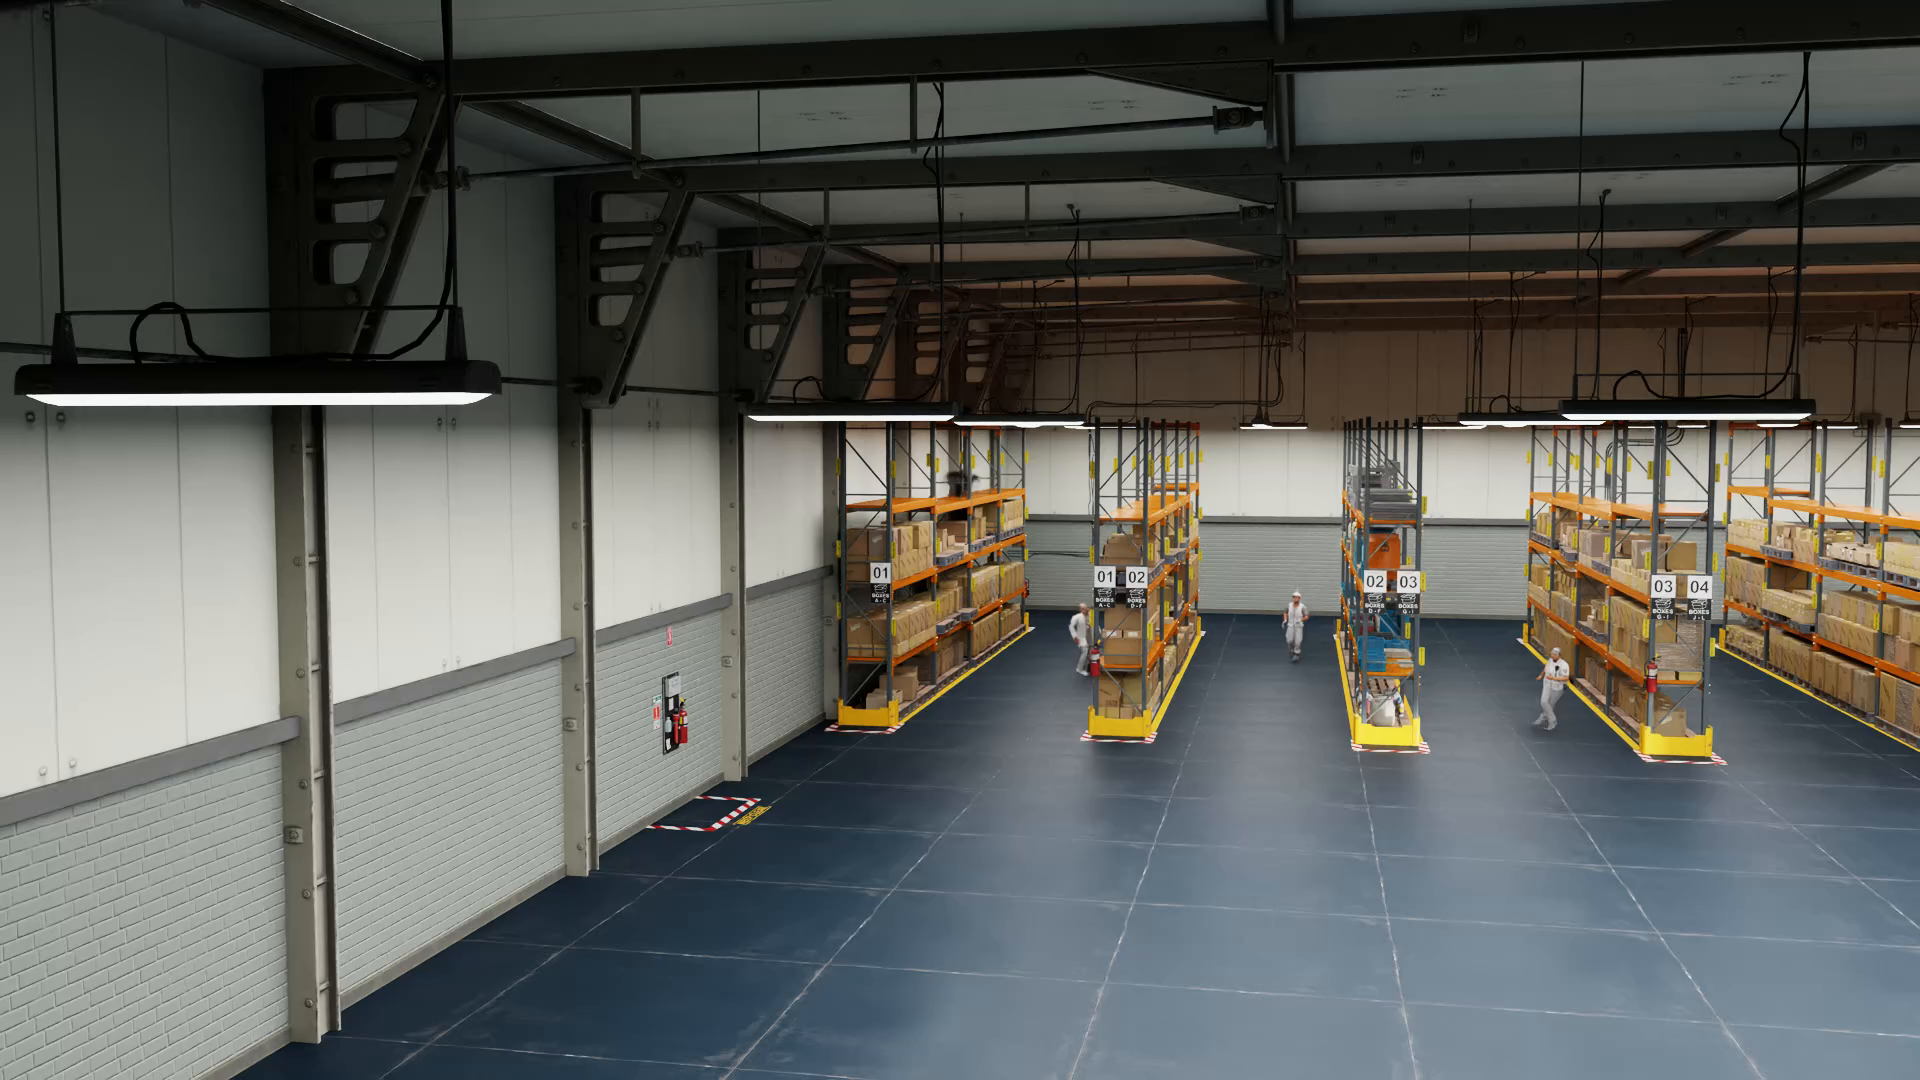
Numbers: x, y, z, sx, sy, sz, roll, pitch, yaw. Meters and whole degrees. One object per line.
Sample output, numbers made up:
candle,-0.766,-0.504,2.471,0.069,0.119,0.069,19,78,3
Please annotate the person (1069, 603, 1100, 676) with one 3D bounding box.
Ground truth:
person,2.978,2.343,39.276,0.746,1.703,0.774,-2,4,-25

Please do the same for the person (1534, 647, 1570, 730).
person,11.408,2.838,32.048,0.731,1.590,0.660,3,5,36

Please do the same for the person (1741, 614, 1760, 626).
person,21.552,1.988,45.014,0.777,1.705,0.519,0,4,3

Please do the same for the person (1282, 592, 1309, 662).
person,8.314,2.168,41.273,0.650,1.742,0.590,1,4,21
